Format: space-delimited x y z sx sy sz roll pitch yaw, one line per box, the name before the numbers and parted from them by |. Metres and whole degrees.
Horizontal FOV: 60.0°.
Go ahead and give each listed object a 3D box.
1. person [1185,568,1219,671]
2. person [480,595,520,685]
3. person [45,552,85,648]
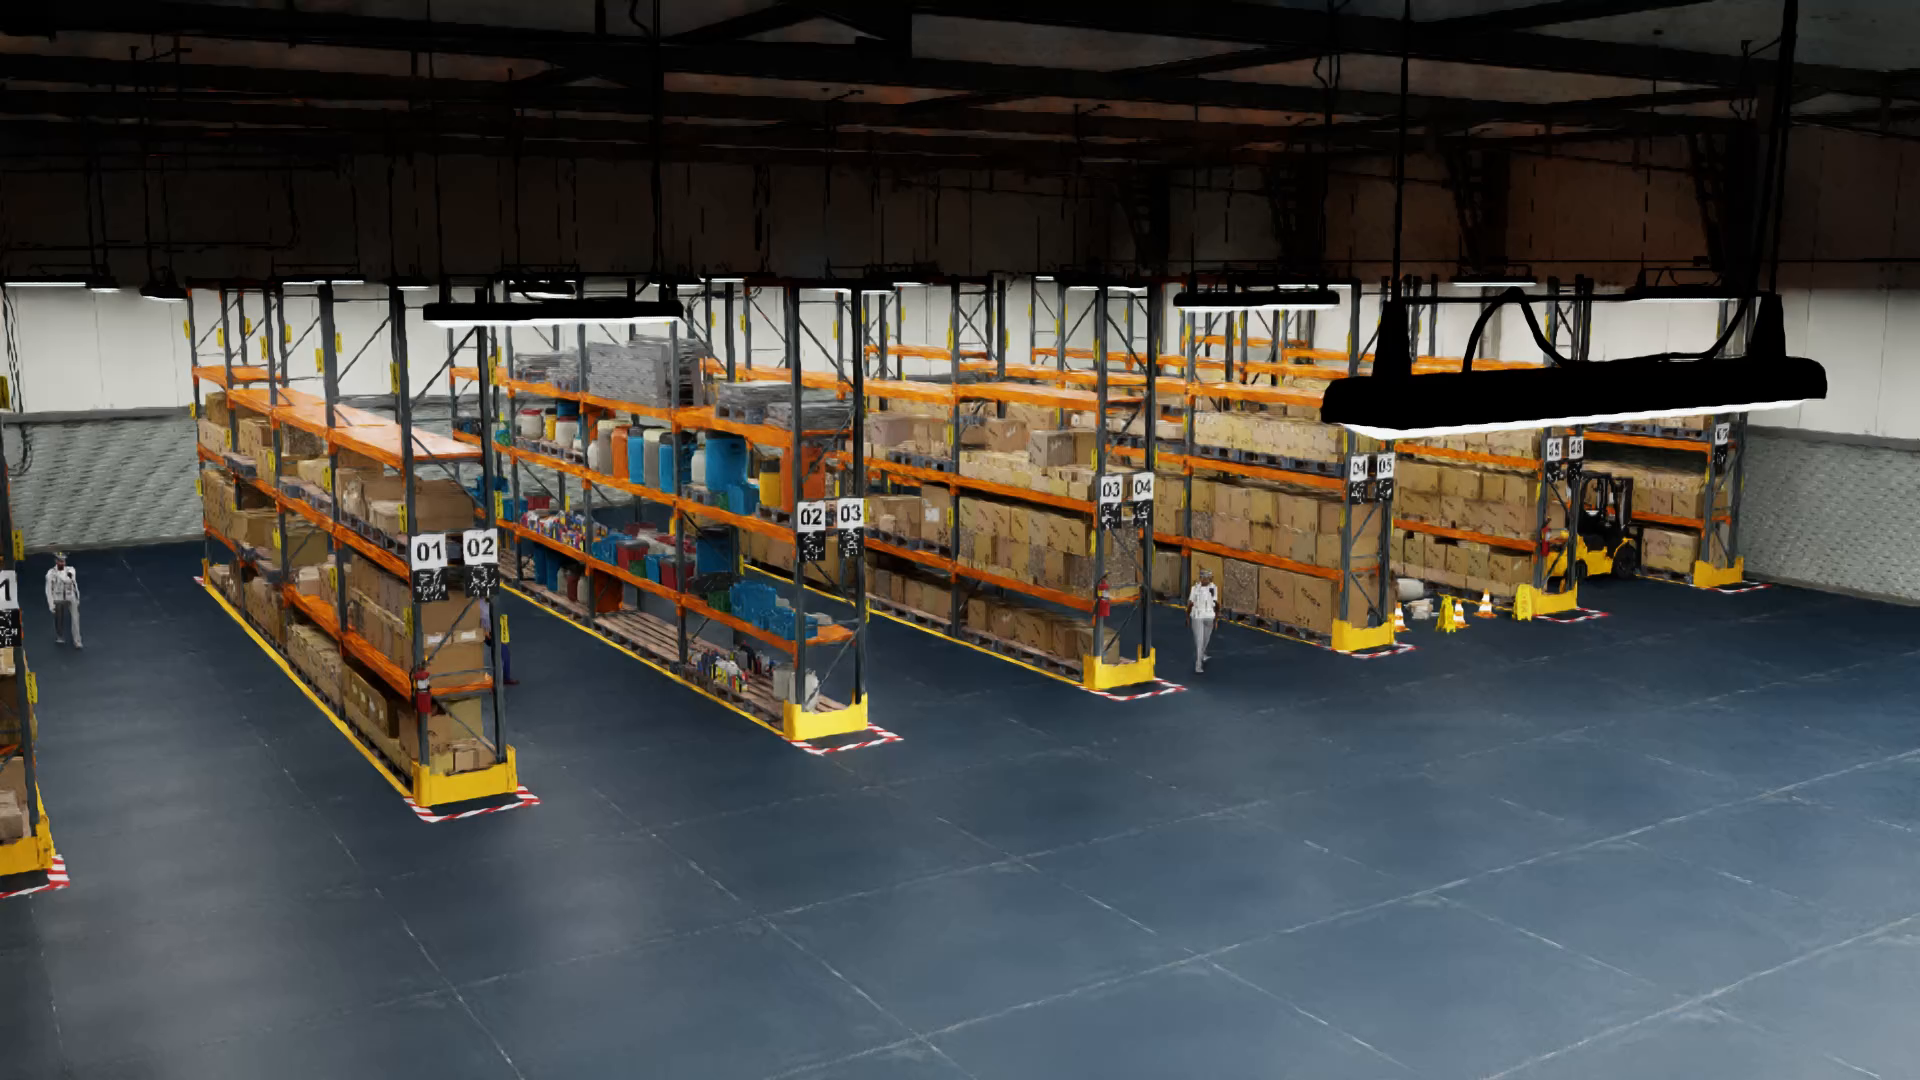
person | 3.800 1.196 26.026 0.505 1.610 0.934 -2 10 -11
person | -7.103 1.411 24.865 0.821 1.562 0.647 8 12 40
person | -14.741 0.966 27.335 0.499 1.587 1.074 -6 11 -33
